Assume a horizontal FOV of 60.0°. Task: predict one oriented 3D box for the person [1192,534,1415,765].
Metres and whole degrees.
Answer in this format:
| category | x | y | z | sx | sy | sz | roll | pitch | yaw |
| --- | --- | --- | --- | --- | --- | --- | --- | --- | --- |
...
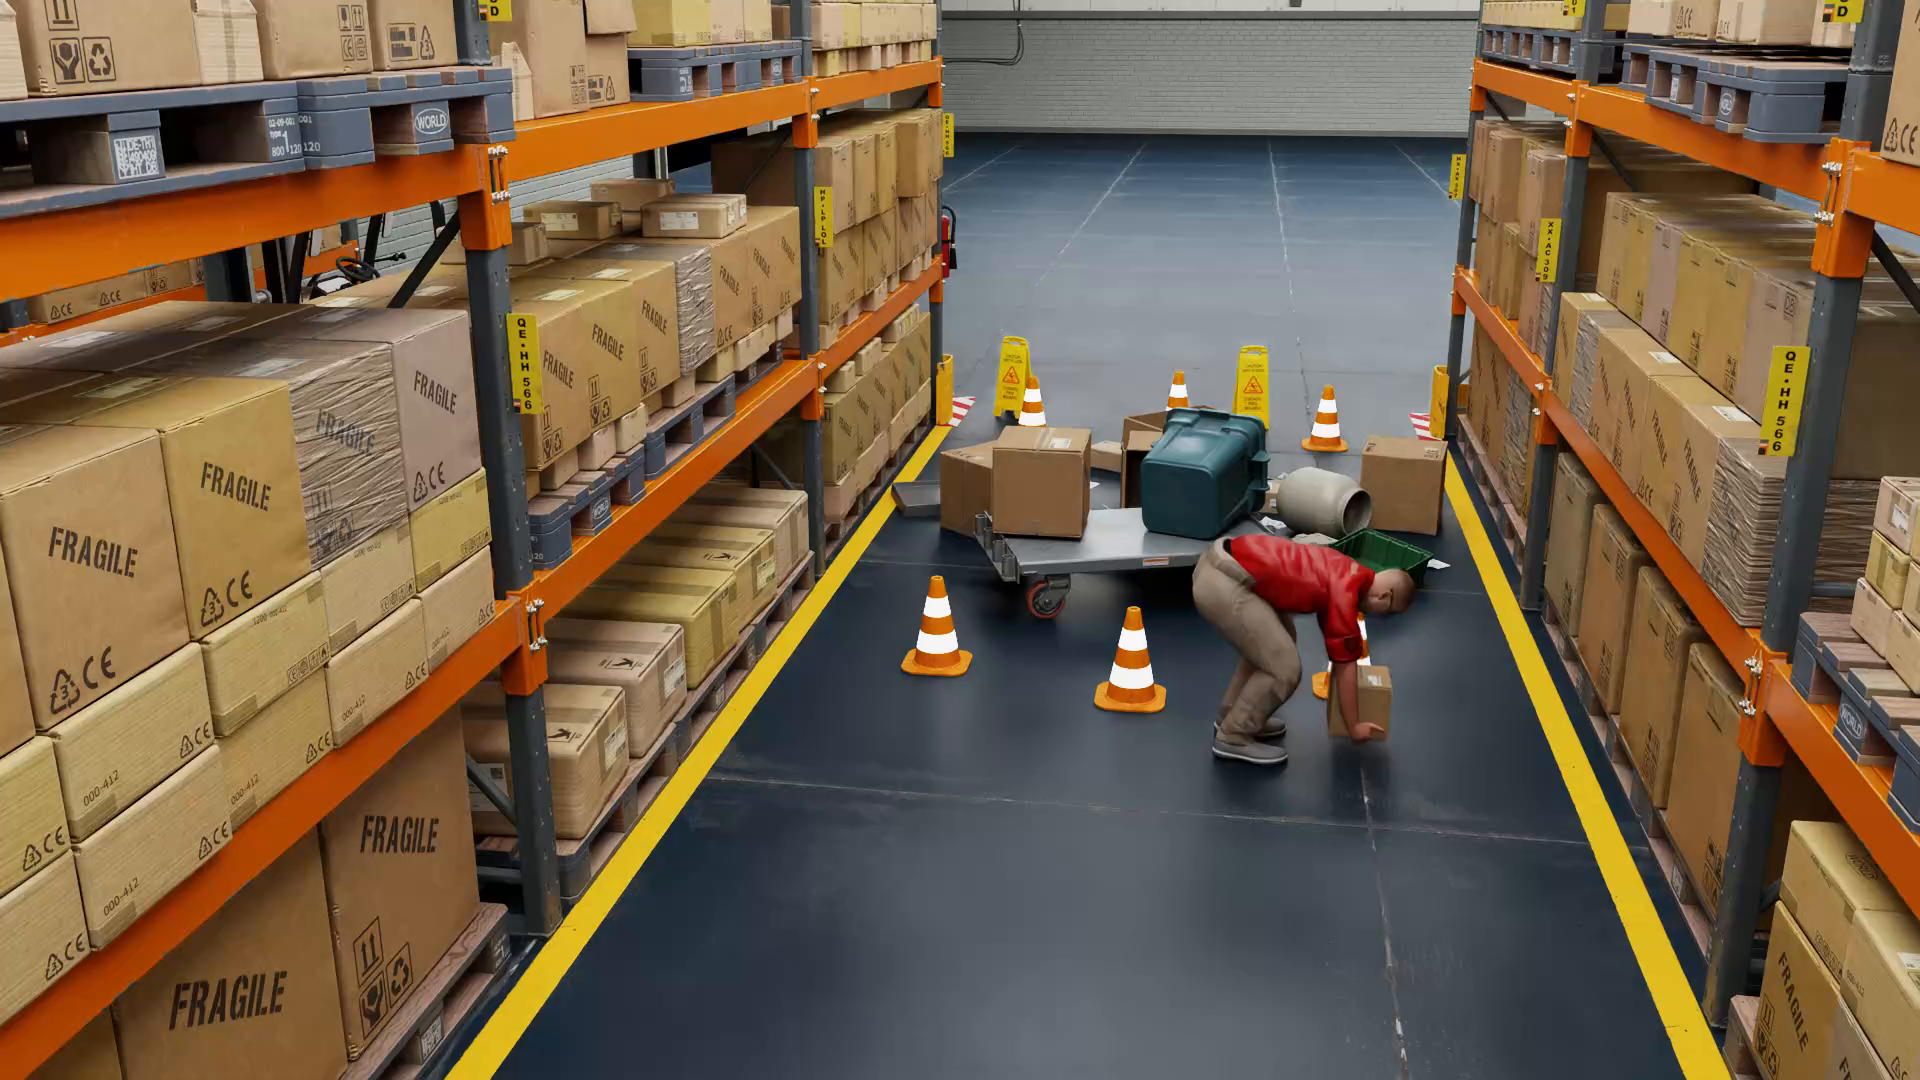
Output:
| category | x | y | z | sx | sy | sz | roll | pitch | yaw |
| --- | --- | --- | --- | --- | --- | --- | --- | --- | --- |
| person | 1.495 | 0.466 | 7.340 | 0.959 | 0.989 | 0.528 | 2 | 18 | 6 |
